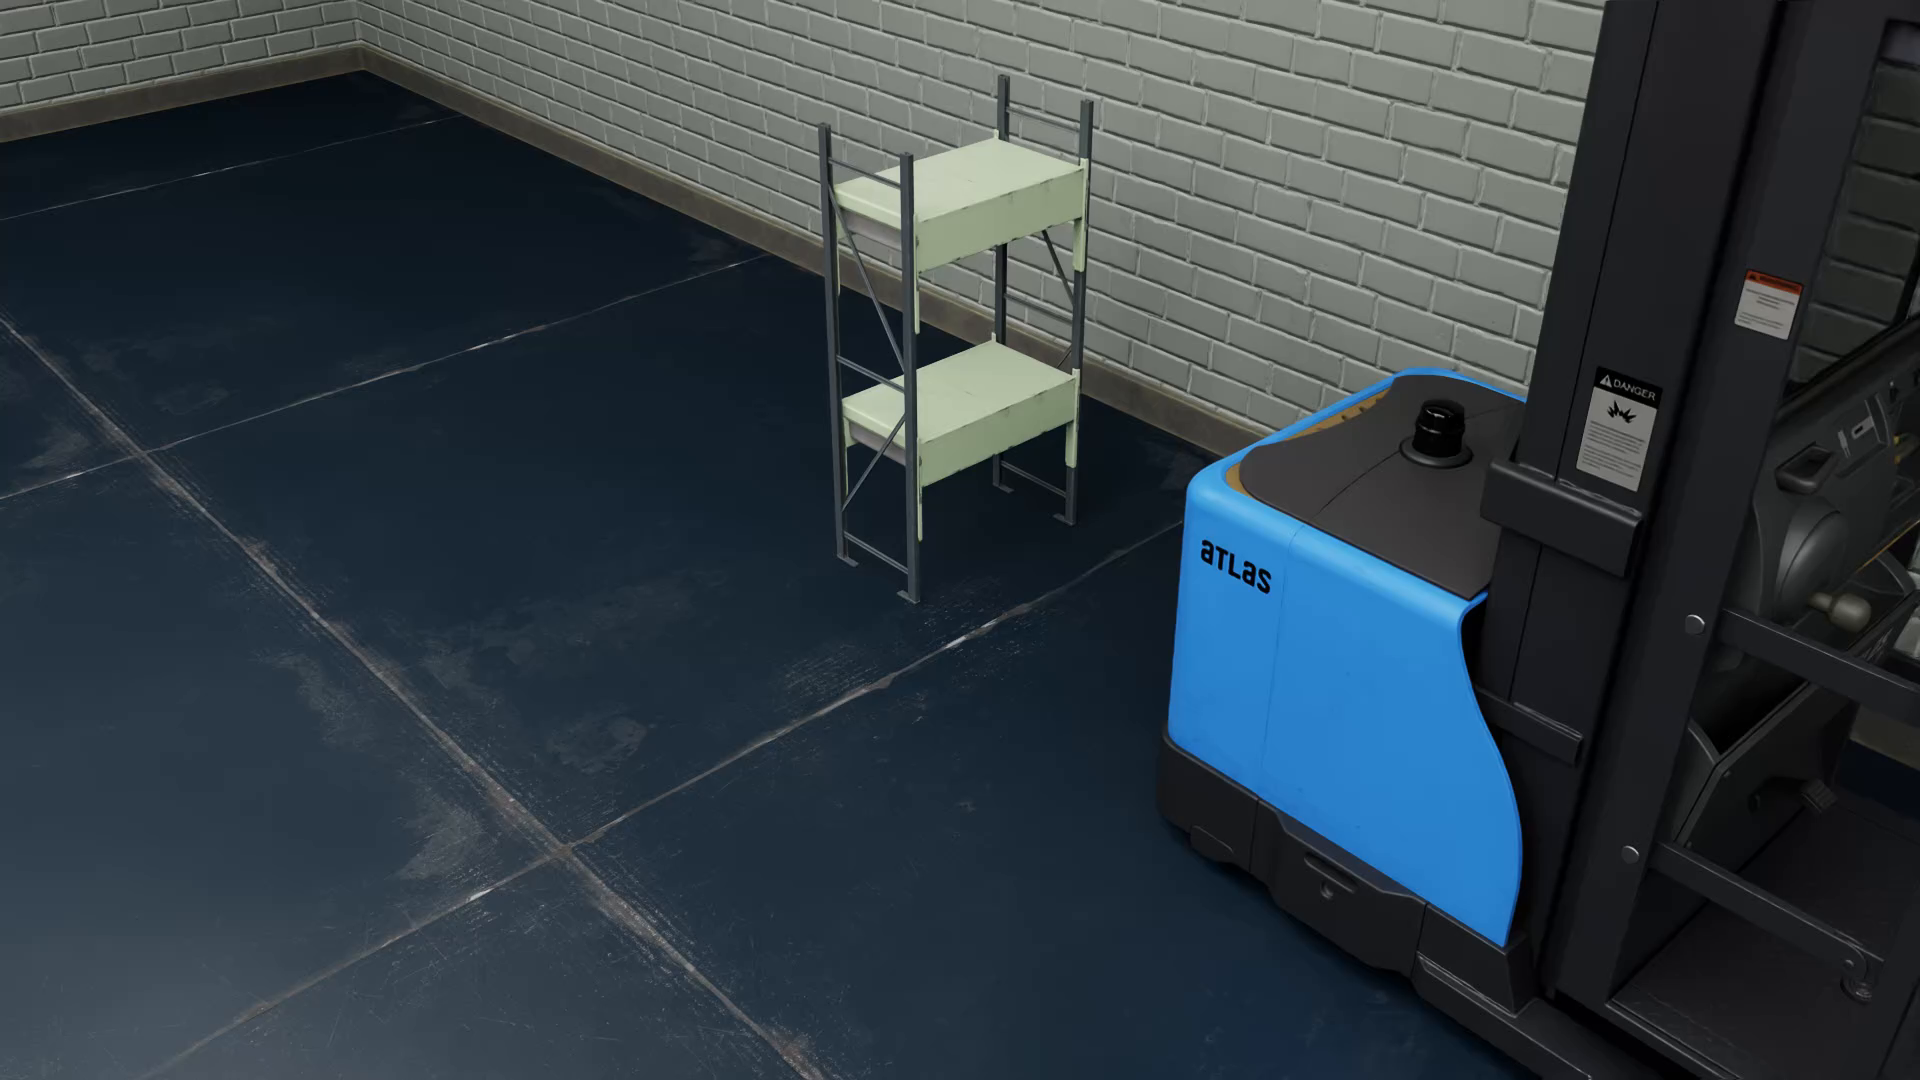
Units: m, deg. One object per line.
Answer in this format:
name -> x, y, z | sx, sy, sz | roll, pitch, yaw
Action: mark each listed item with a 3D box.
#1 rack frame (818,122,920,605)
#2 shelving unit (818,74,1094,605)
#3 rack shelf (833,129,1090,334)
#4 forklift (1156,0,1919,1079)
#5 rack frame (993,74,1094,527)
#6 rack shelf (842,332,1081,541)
rack frame -> -0.273, -0.508, 5.143 | 0.023, 1.500, 0.400 | -26, 40, -35
shelving unit -> -0.005, -0.637, 5.355 | 0.755, 1.500, 0.431 | -26, 40, -35
rack shelf -> -0.005, -0.970, 5.151 | 0.720, 0.370, 0.431 | -26, 40, -35
forklift -> 1.884, -0.085, 3.080 | 1.130, 2.935, 3.031 | -25, 39, -35
rack frame -> 0.263, -0.767, 5.567 | 0.023, 1.500, 0.400 | -26, 40, -35
rack shelf -> -0.005, -0.359, 5.525 | 0.720, 0.370, 0.431 | -26, 40, -35
